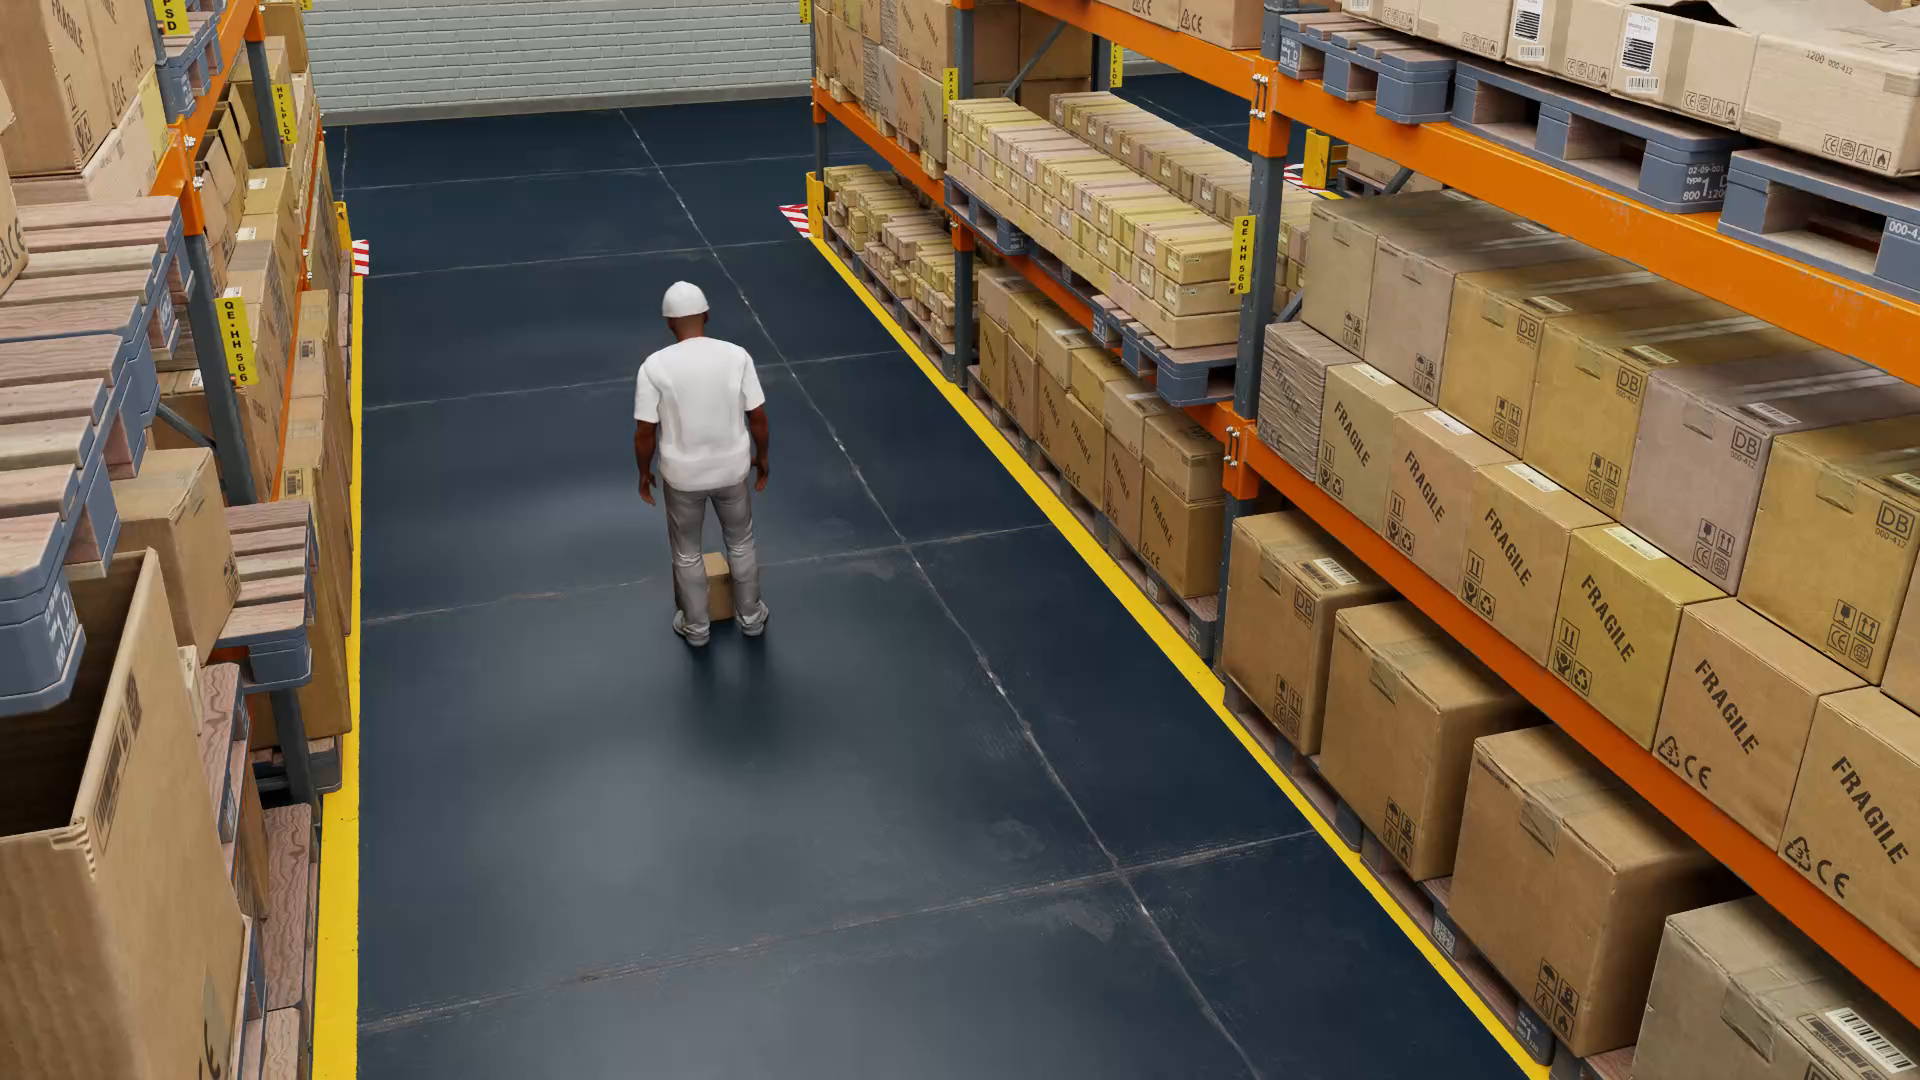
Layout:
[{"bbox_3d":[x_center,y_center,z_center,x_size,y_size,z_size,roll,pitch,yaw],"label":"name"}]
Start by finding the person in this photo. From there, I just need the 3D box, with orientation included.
[{"bbox_3d":[-1.201,-0.345,7.793,0.627,1.761,0.457,-8,27,-16],"label":"person"}]
